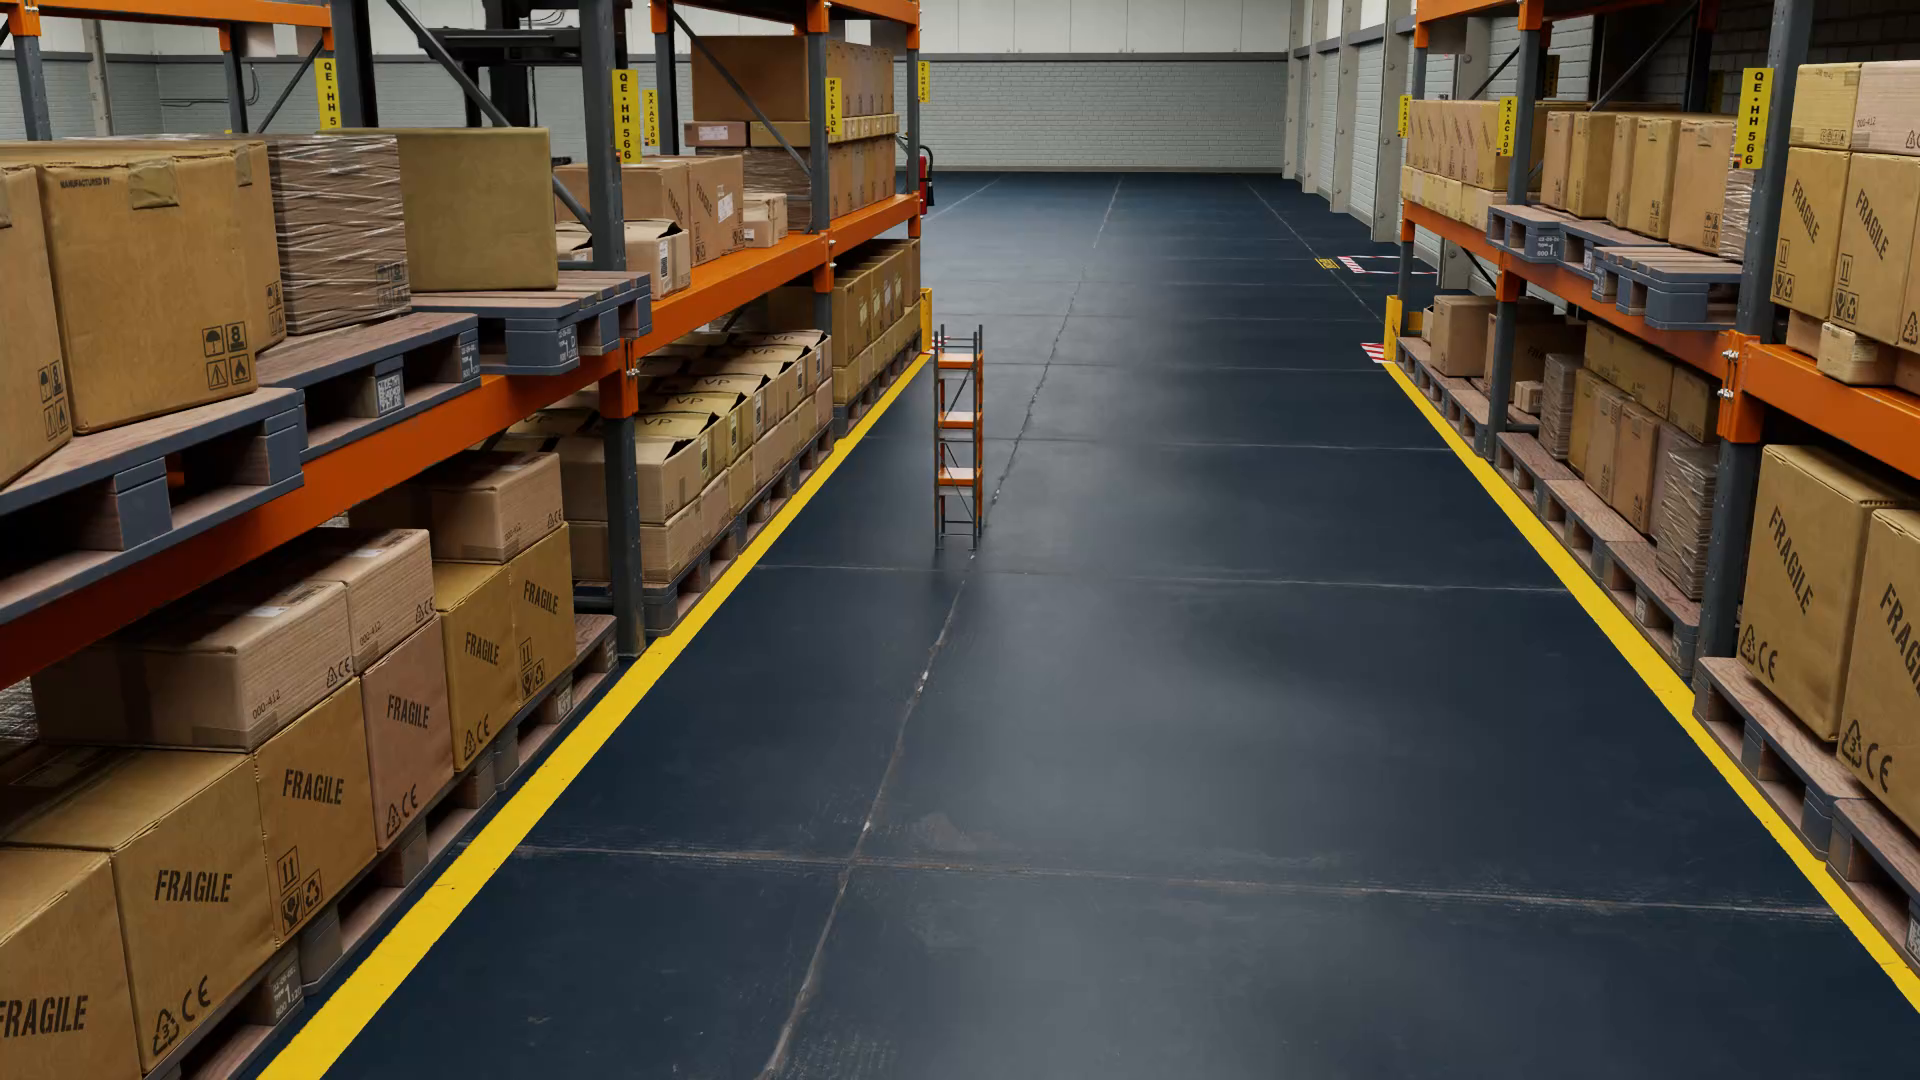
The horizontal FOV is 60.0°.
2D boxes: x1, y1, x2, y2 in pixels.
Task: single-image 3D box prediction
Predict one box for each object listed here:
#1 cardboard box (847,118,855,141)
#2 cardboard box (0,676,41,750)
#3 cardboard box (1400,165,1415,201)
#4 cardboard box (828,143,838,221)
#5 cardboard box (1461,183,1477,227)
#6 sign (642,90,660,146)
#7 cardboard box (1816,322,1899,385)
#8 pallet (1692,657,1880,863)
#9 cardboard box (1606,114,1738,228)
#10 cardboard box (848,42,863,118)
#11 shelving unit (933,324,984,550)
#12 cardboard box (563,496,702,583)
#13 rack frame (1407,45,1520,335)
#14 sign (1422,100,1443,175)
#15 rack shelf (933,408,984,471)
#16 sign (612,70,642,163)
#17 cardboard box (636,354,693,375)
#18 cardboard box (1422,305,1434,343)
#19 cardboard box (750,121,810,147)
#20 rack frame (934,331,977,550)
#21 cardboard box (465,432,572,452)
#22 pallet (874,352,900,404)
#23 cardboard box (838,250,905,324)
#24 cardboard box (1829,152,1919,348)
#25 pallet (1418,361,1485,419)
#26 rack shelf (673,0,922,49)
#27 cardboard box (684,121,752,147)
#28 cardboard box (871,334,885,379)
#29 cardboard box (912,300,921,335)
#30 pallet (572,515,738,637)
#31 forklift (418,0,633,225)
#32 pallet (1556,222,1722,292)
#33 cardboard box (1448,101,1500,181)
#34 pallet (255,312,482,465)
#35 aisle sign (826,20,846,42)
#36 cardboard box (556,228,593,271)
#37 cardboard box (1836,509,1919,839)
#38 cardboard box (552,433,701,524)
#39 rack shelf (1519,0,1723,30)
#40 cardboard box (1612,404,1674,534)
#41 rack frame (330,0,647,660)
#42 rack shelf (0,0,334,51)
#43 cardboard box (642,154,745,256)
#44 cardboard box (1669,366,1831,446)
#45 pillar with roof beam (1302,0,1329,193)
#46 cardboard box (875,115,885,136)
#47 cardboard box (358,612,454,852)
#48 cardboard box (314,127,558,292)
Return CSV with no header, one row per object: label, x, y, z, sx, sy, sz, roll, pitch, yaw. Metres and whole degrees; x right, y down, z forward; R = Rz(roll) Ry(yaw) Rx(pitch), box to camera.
cardboard box,-0.924,-2.810,11.373,0.380,0.149,0.250,1,15,5
cardboard box,-2.299,0.625,4.052,0.500,0.500,0.500,2,15,7
cardboard box,3.715,-2.763,12.882,0.500,0.250,0.500,1,15,5
cardboard box,-1.191,-2.351,10.917,0.700,0.500,0.500,2,15,6
cardboard box,3.451,-2.103,10.443,0.500,0.250,0.500,2,15,7
sign,-1.840,-2.522,9.933,0.100,0.325,0.005,2,15,6
cardboard box,2.764,-0.546,4.878,0.380,0.149,0.250,2,15,8
pallet,3.019,0.681,5.241,1.003,0.211,1.213,2,15,6
cardboard box,3.429,-1.718,7.736,0.700,0.500,0.500,4,16,14
cardboard box,-1.075,-3.231,11.686,0.700,0.500,0.500,2,15,6
shelving unit,-0.006,-0.493,7.974,0.215,1.050,0.252,2,15,6
cardboard box,-1.389,-0.015,6.935,0.500,0.250,0.500,2,15,6
rack frame,4.082,-2.943,13.299,0.949,2.616,0.053,2,15,6
sign,3.603,-2.865,11.824,0.516,0.500,0.516,2,15,6
rack shelf,-0.006,-0.483,7.976,0.215,0.259,0.240,2,15,6
sign,-1.199,-1.520,5.970,0.100,0.325,0.005,2,15,6
cardboard box,-1.701,-0.833,8.883,0.500,0.311,0.500,1,15,4
cardboard box,3.918,-1.680,12.938,0.500,0.311,0.500,0,15,0
cardboard box,-1.066,-2.476,10.137,0.380,0.149,0.250,2,15,6
rack frame,-0.020,-0.461,7.857,0.200,1.050,0.008,2,15,6
cardboard box,-1.925,-0.302,6.921,0.500,0.311,0.500,2,15,8
pallet,-1.022,-1.227,12.293,1.003,0.211,1.213,2,15,6
cardboard box,-0.700,-1.917,12.533,0.500,0.500,0.500,2,15,6
cardboard box,2.805,-0.815,4.631,0.500,0.500,0.500,2,15,8
pallet,3.810,-1.052,11.647,1.003,0.211,1.213,2,15,6
rack shelf,-1.063,-3.670,11.618,1.077,0.370,4.000,2,15,6
cardboard box,-1.471,-2.488,10.184,0.380,0.149,0.250,2,15,6
cardboard box,-0.812,-1.296,11.672,0.500,0.250,0.500,2,15,6
cardboard box,-0.604,-1.815,13.592,0.500,0.250,0.500,2,15,6
pallet,-1.608,0.121,7.310,1.003,0.211,1.213,2,15,6
forklift,-2.752,-2.244,10.845,1.130,2.935,3.031,2,15,7
pallet,3.365,-1.290,7.553,1.003,0.211,1.213,2,15,6
cardboard box,3.498,-2.596,10.829,0.500,0.500,0.500,1,15,5
pallet,-1.955,-0.416,4.320,1.003,0.211,1.213,2,15,6
aisle sign,-1.134,-4.369,13.591,0.394,0.787,0.004,2,15,6
cardboard box,-1.655,-1.063,6.517,0.500,0.311,0.500,3,15,10
cardboard box,2.864,0.381,4.320,0.750,0.750,0.750,2,15,6
cardboard box,-1.389,-0.286,6.862,0.500,0.311,0.500,2,15,8
rack shelf,3.408,-2.487,7.246,1.077,0.370,4.000,2,15,6
cardboard box,3.414,-0.322,7.551,0.700,0.500,0.500,2,15,6
rack frame,-1.740,-1.013,6.161,1.000,3.000,0.127,2,15,6
rack shelf,-5.984,-3.817,12.161,1.077,0.370,4.000,2,15,6
cardboard box,-1.451,-1.763,8.744,0.500,0.500,0.500,3,15,10
cardboard box,3.339,-0.570,7.032,0.500,0.250,0.500,2,15,7
pillar with roof beam,3.297,-11.983,35.238,9.100,9.000,0.400,2,15,6
cardboard box,-0.778,-3.145,12.612,0.380,0.149,0.250,2,15,7
cardboard box,-1.724,0.502,4.507,0.500,0.500,0.500,1,15,4
cardboard box,-1.699,-1.097,5.477,0.700,0.500,0.500,-3,16,-13
